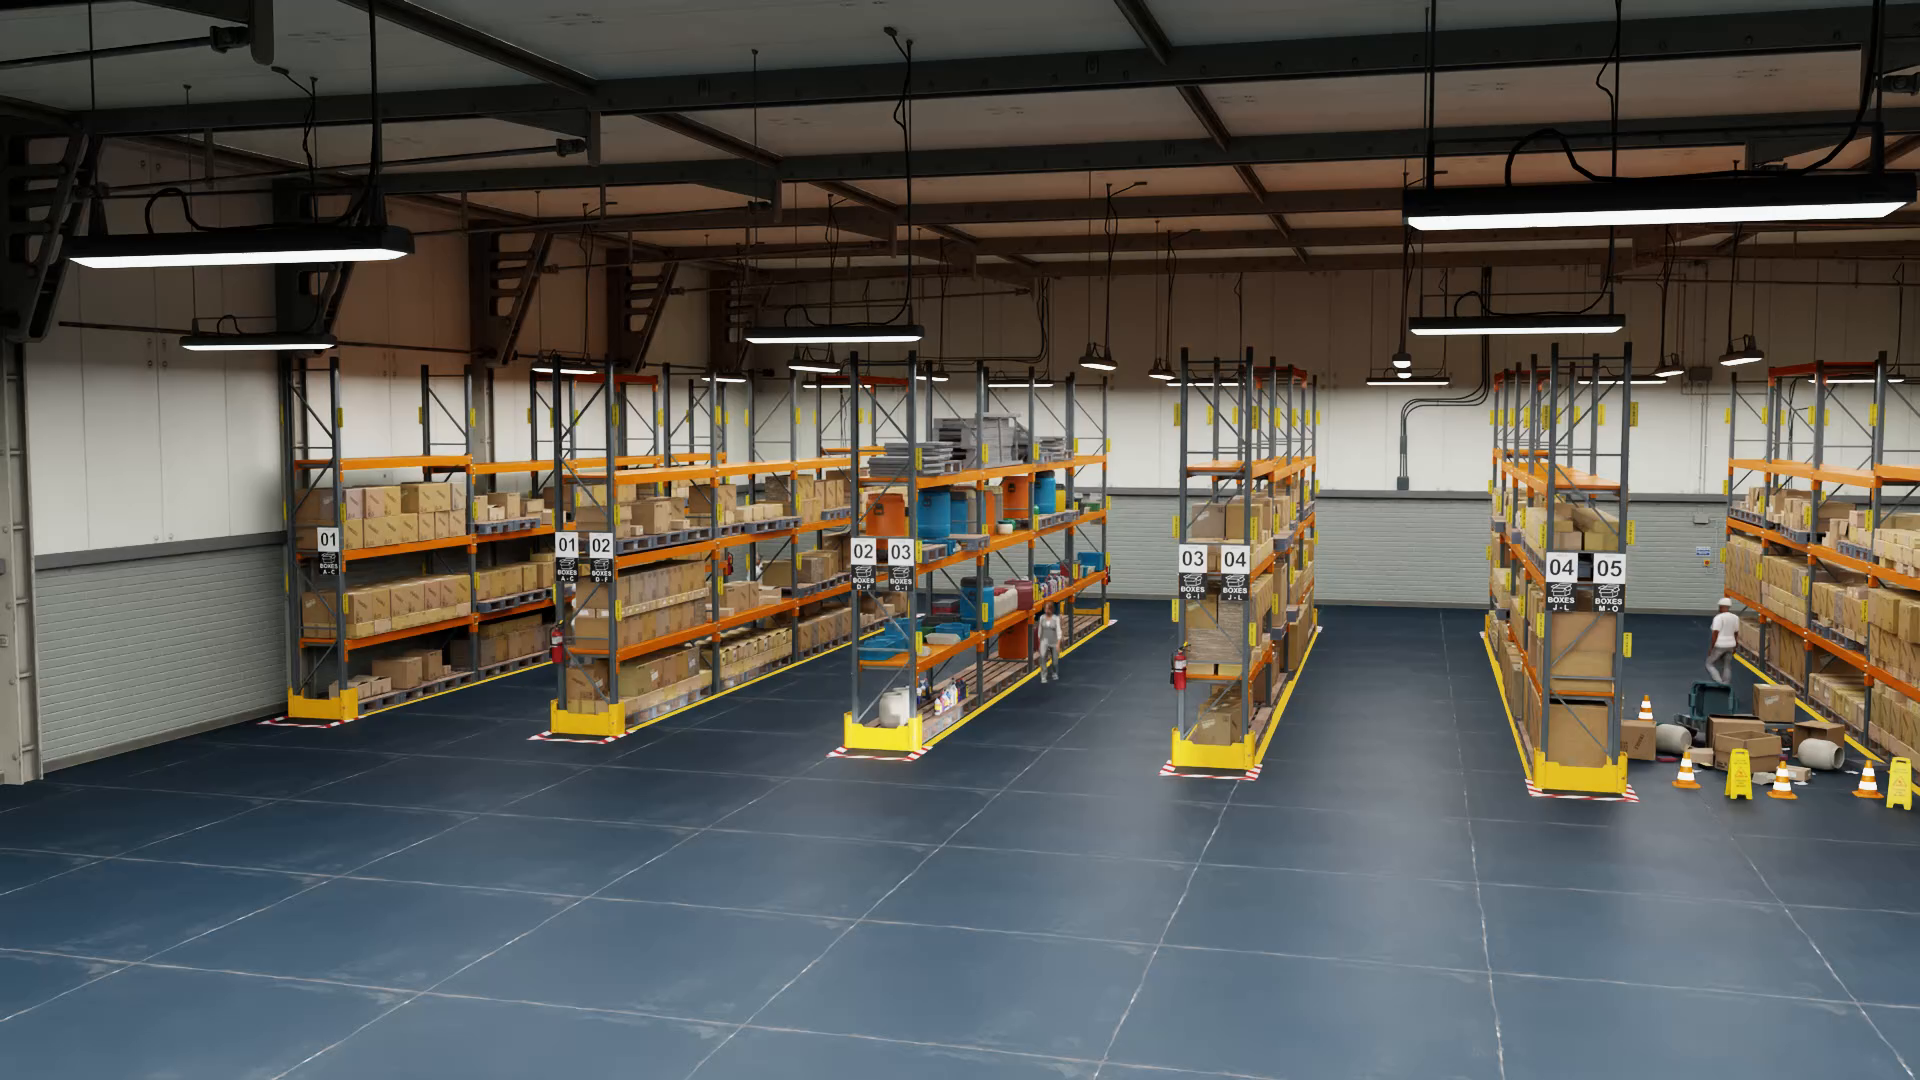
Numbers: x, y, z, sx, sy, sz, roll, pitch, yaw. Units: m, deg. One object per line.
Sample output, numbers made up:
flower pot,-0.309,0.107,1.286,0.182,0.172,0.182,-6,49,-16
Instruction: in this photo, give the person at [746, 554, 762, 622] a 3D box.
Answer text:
person,-5.011,1.157,40.932,0.505,1.629,0.965,1,4,12

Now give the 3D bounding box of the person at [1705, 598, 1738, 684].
person,13.665,1.930,29.821,0.634,1.791,0.390,-1,4,-15

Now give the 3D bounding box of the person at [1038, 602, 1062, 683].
person,1.610,1.832,29.760,0.431,1.459,0.948,1,4,8

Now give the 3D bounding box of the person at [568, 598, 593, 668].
person,-7.458,1.737,32.644,0.519,1.815,0.574,3,5,35
